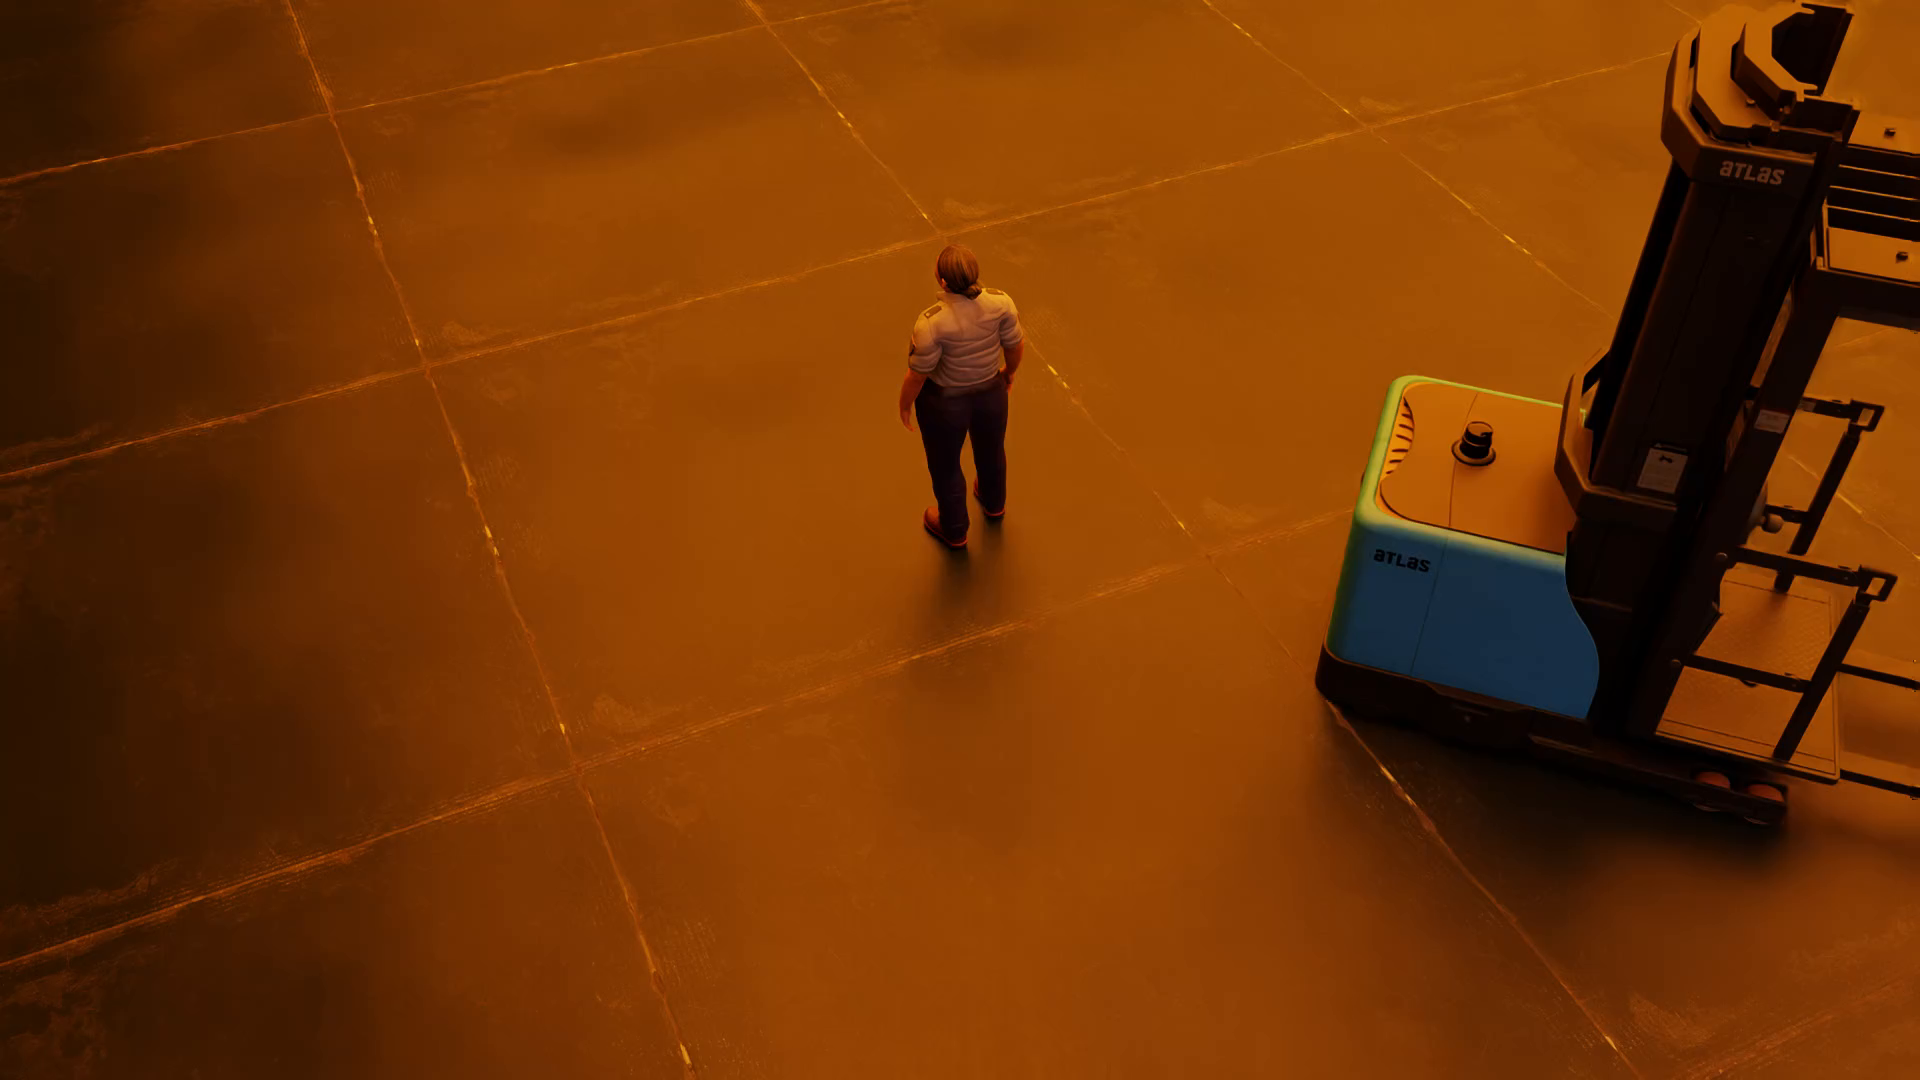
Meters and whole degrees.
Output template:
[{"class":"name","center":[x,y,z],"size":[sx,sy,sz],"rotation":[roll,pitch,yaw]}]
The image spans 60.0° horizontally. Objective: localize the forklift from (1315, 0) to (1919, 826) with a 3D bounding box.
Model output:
[{"class":"forklift","center":[3.082,-0.352,6.057],"size":[3.031,2.935,1.130],"rotation":[14,45,14]}]

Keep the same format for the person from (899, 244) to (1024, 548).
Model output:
[{"class":"person","center":[-0.017,-0.669,7.327],"size":[0.599,1.650,0.503],"rotation":[-18,46,-18]}]
